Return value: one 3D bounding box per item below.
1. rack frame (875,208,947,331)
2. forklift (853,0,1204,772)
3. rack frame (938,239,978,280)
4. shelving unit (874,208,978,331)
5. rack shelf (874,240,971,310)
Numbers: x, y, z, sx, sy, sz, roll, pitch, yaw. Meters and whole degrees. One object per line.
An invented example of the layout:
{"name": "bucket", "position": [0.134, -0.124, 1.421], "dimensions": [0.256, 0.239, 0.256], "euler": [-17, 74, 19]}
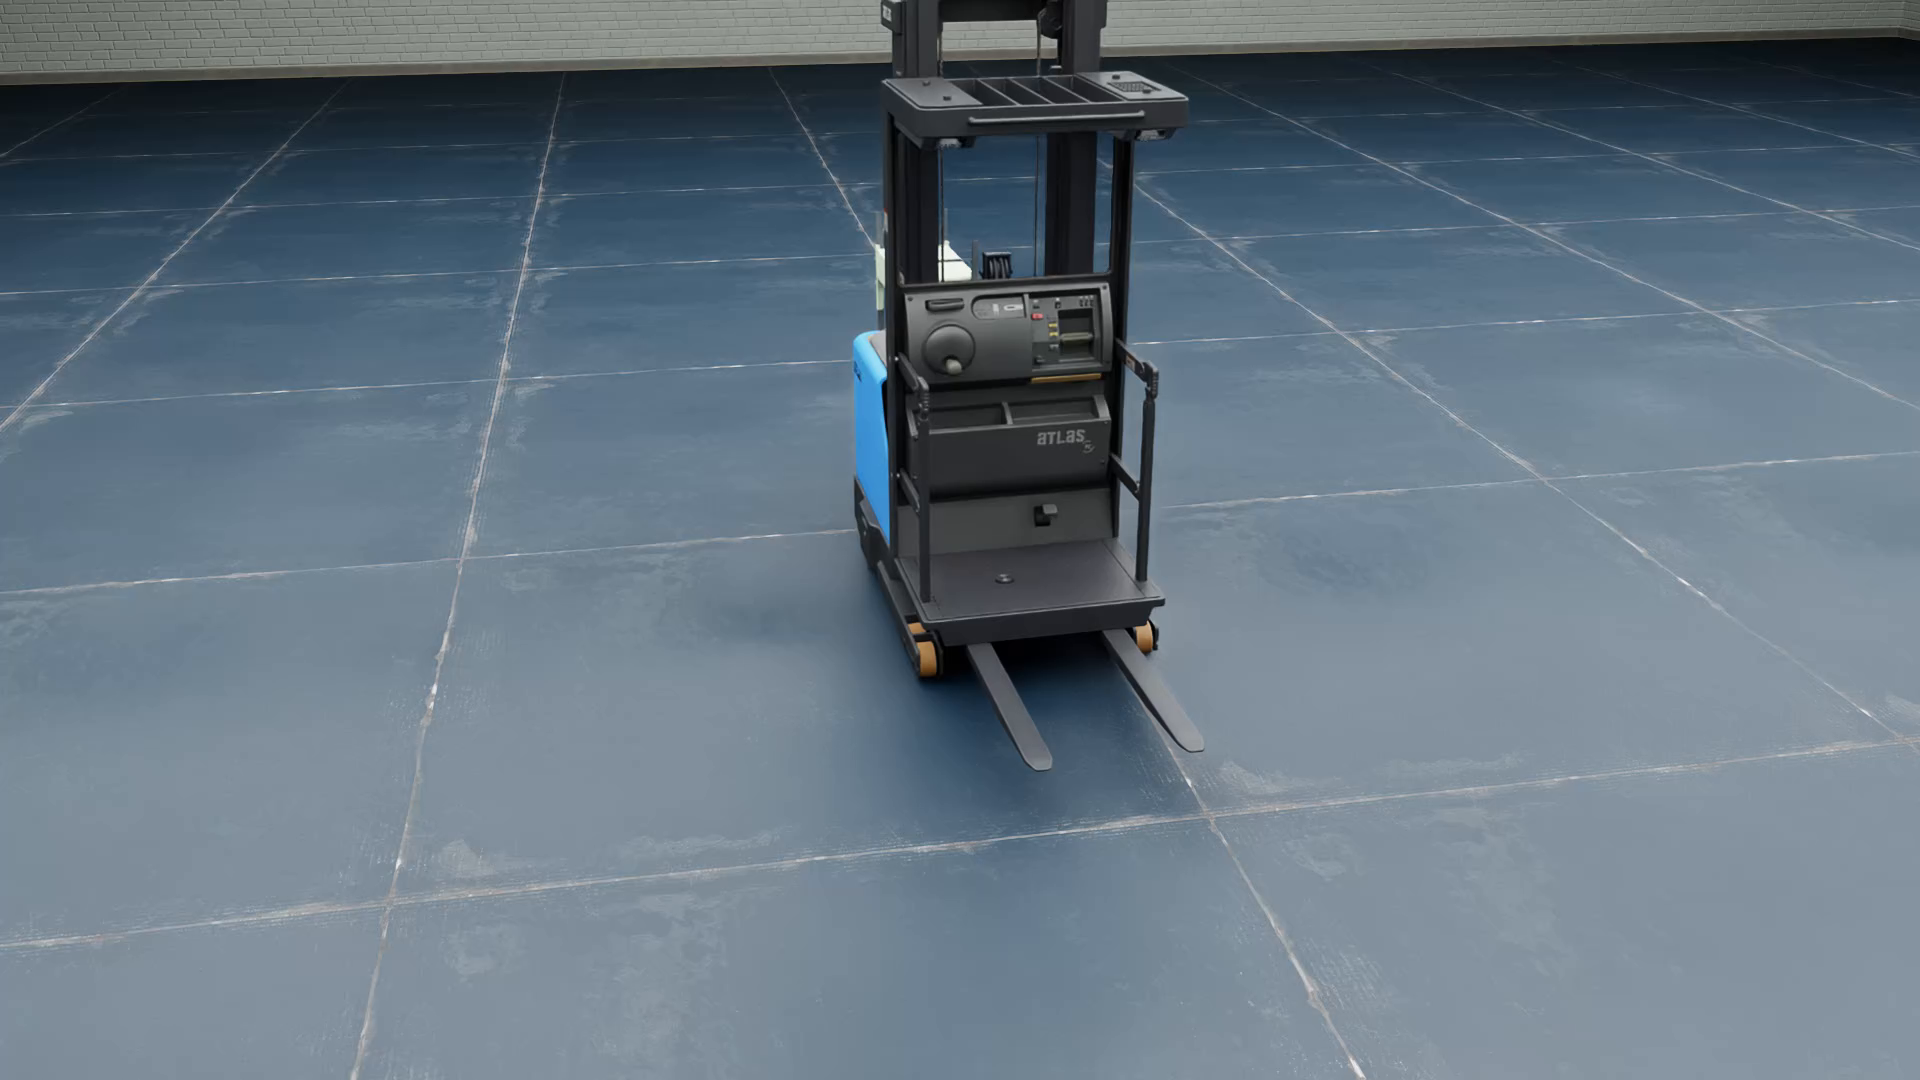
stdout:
{"name": "rack frame", "position": [-0.268, -1.127, 9.457], "dimensions": [0.400, 1.500, 0.023], "euler": [-5, 24, -12]}
{"name": "forklift", "position": [0.269, -0.897, 7.141], "dimensions": [1.130, 2.935, 3.031], "euler": [-5, 24, -12]}
{"name": "rack frame", "position": [-0.104, -0.842, 8.803], "dimensions": [0.400, 1.500, 0.023], "euler": [-5, 24, -12]}
{"name": "shelving unit", "position": [-0.186, -0.984, 9.130], "dimensions": [0.431, 1.500, 0.755], "euler": [-5, 24, -12]}
{"name": "rack shelf", "position": [-0.186, -1.342, 8.974], "dimensions": [0.431, 0.370, 0.720], "euler": [-5, 24, -12]}
